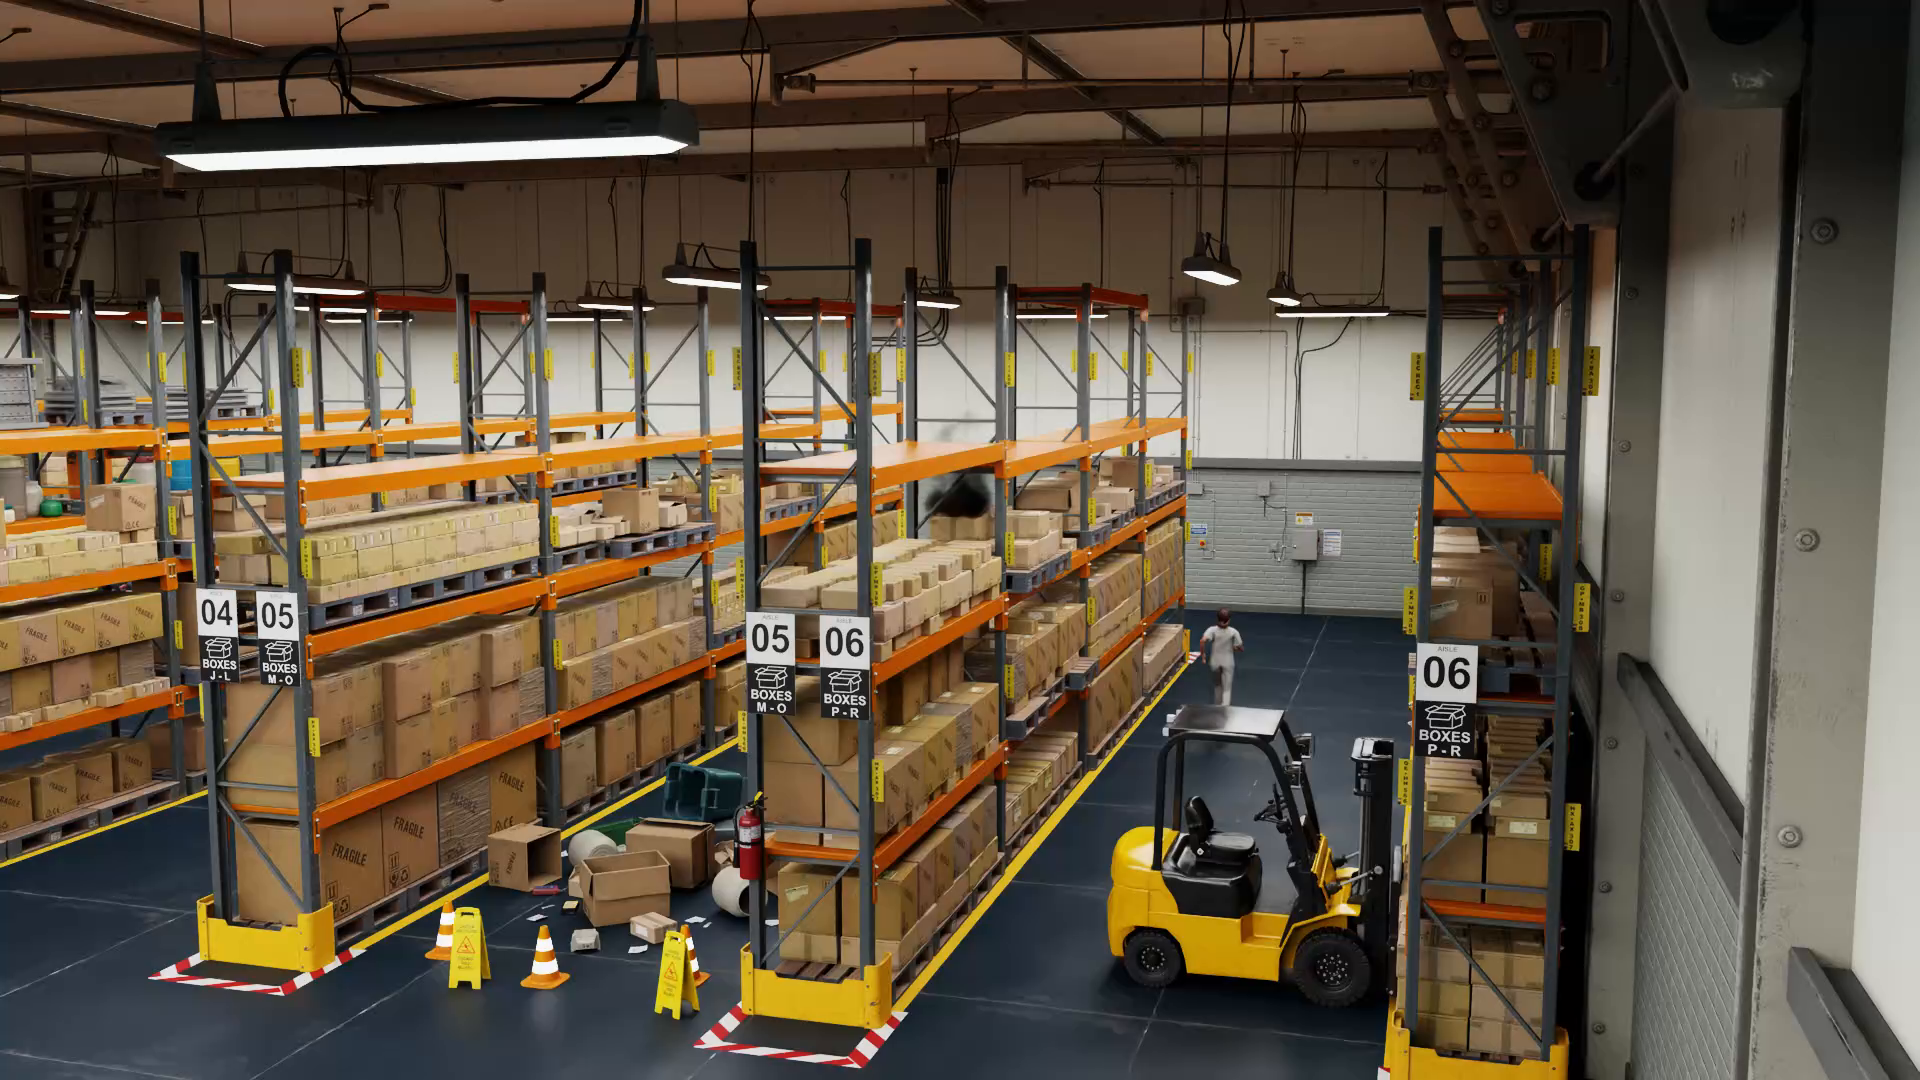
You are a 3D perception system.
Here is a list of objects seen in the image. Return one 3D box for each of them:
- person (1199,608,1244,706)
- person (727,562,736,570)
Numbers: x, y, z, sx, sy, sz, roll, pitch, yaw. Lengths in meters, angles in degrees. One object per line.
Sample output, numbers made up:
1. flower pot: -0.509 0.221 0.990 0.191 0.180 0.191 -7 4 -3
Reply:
1. person: 3.577 1.786 22.808 0.576 1.698 0.936 2 7 19
2. person: -3.778 1.294 27.974 0.693 1.500 0.671 3 7 24
